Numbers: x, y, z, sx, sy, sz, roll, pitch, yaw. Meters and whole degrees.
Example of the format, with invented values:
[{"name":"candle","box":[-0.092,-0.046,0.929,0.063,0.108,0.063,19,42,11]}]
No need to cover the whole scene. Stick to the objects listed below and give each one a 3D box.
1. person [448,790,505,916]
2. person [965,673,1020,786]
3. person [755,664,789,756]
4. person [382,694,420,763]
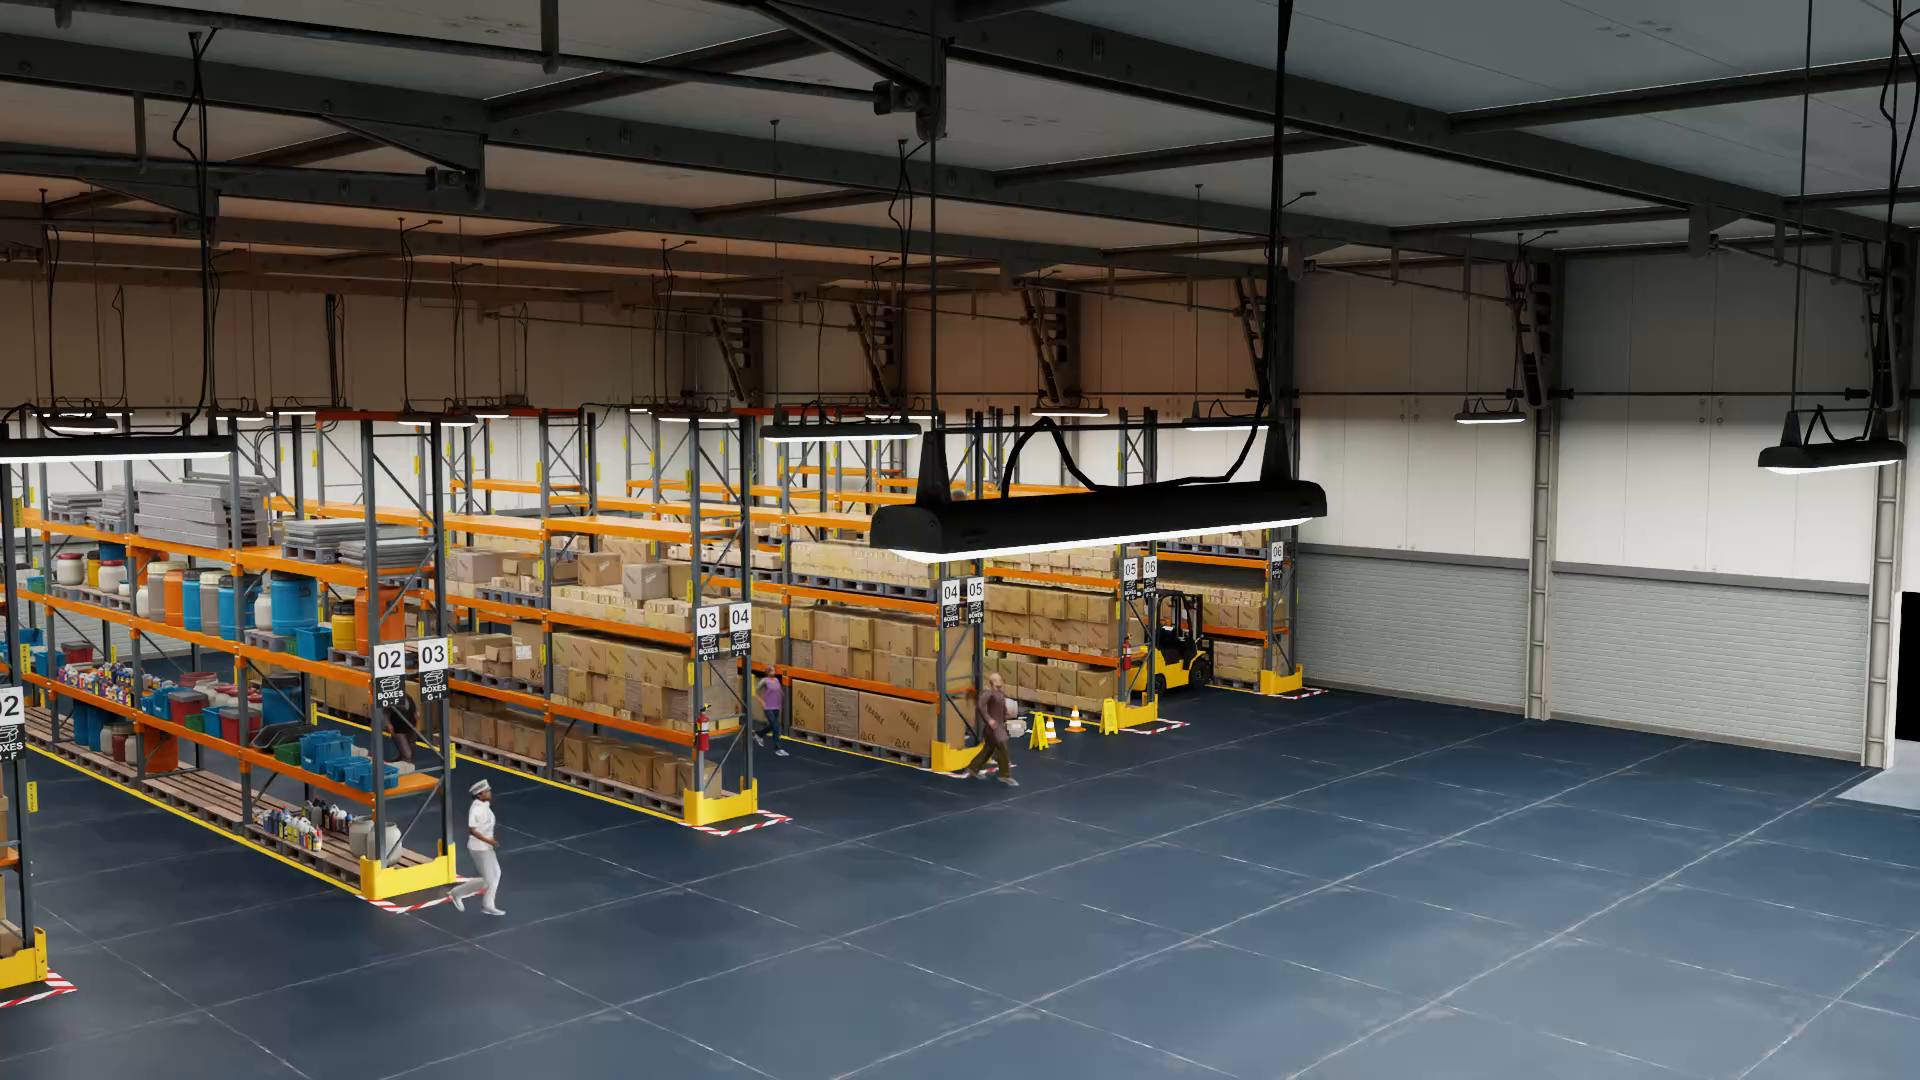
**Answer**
[{"name":"person","box":[-5.856,3.755,20.104,0.653,1.657,0.594,-1,5,-12]},{"name":"person","box":[0.530,3.061,26.915,0.912,1.823,0.704,1,5,9]},{"name":"person","box":[-3.331,2.952,29.068,0.877,1.576,0.486,4,6,37]},{"name":"person","box":[-8.971,3.207,26.754,0.915,1.497,0.667,4,6,36]}]
